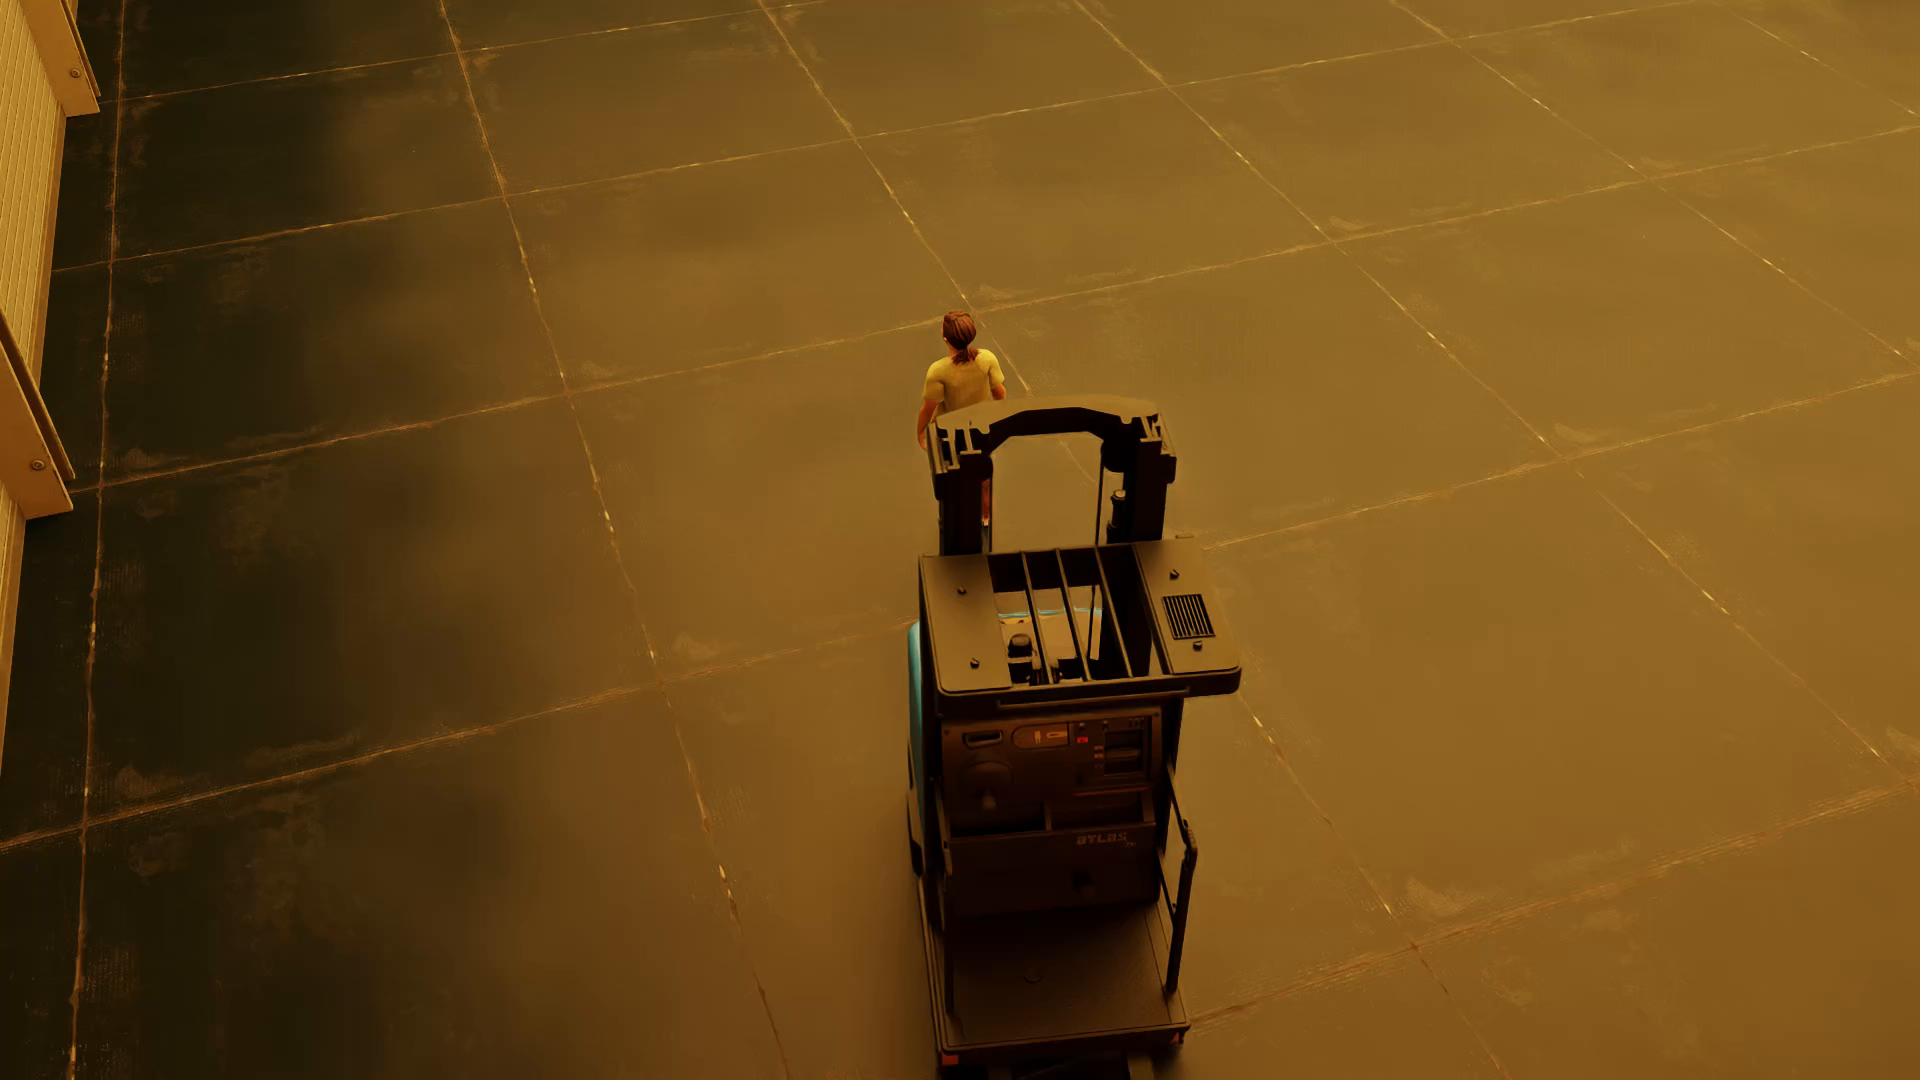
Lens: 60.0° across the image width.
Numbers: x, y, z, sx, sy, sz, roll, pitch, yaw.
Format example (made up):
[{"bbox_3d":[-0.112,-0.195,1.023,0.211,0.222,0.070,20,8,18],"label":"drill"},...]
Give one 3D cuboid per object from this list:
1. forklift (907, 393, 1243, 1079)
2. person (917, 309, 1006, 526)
[{"bbox_3d":[0.413,0.995,6.812,1.130,2.935,3.031,-4,40,-5],"label":"forklift"},{"bbox_3d":[-0.015,-0.694,9.788,0.555,1.675,0.549,-13,42,-15],"label":"person"}]
